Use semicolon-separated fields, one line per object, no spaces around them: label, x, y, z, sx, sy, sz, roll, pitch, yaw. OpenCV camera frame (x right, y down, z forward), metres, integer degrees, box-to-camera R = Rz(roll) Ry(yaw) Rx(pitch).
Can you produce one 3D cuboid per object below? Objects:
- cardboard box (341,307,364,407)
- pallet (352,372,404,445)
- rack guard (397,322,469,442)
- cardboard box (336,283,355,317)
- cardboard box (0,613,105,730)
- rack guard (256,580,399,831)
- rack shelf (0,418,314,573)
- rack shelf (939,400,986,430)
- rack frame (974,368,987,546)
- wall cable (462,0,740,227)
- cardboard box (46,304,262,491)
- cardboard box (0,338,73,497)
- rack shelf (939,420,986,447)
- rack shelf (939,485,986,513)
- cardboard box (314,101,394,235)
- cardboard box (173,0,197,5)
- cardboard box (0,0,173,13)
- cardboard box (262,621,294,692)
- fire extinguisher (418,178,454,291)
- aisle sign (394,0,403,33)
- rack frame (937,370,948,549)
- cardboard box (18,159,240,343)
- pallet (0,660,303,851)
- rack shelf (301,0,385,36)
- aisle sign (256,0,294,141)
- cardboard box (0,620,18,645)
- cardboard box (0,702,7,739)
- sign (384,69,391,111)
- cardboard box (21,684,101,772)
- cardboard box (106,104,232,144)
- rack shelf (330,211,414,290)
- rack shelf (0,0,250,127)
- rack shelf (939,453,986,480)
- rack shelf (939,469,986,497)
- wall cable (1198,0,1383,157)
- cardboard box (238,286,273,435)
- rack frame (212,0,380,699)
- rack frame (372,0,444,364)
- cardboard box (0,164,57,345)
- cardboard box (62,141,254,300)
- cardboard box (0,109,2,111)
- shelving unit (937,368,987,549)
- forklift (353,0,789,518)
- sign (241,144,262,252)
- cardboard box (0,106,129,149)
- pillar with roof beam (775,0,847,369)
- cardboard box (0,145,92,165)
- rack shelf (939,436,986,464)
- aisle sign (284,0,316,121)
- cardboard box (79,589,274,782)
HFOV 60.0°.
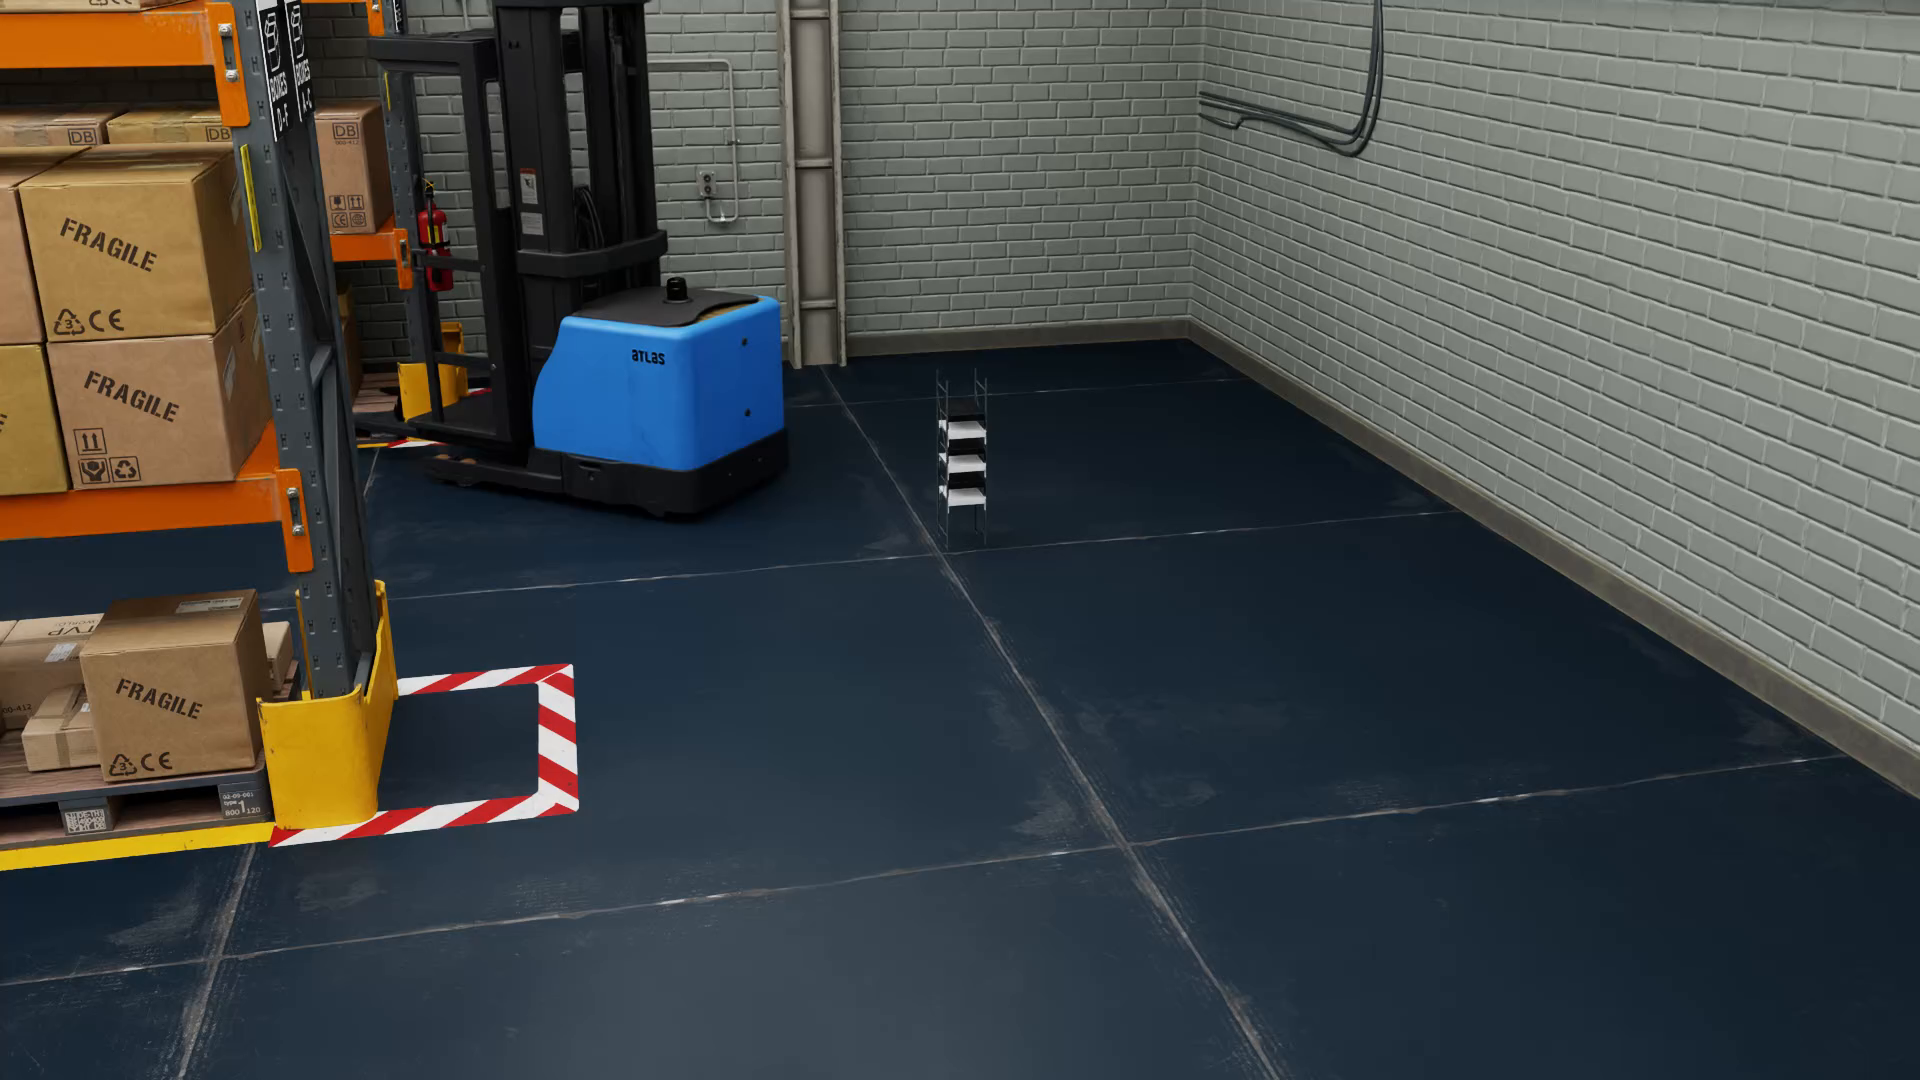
cardboard box;-4.151;-1.168;10.666;0.500;0.500;0.700;-5;21;-12
pallet;-4.253;-0.834;10.786;1.213;0.211;1.003;-5;21;-12
rack guard;-3.469;-1.062;10.986;0.348;0.500;1.175;-5;21;-12
cardboard box;-4.075;-1.549;10.764;0.250;0.149;0.380;-5;21;-12
cardboard box;-3.430;0.497;6.456;0.500;0.250;0.500;-5;21;-12
rack guard;-2.423;0.604;6.438;0.348;0.500;1.175;-5;21;-12
rack shelf;-4.295;-0.079;5.716;4.000;0.370;1.077;-5;21;-12
rack shelf;0.008;-0.645;8.580;0.200;0.077;0.258;-5;21;-12
rack frame;0.107;-0.431;8.684;0.006;0.900;0.240;-5;21;-12
wall cable;-2.464;-3.128;11.517;1.851;1.984;0.084;-5;21;-12
cardboard box;-2.722;-0.496;5.662;0.500;0.500;0.500;-4;20;-11
cardboard box;-3.226;-0.454;5.547;0.500;0.500;0.500;-4;21;-12
rack shelf;0.008;-0.561;8.611;0.200;0.077;0.258;-5;21;-12
rack shelf;0.008;-0.223;8.735;0.200;0.077;0.258;-5;21;-12
cardboard box;-3.987;-2.330;10.380;0.700;0.700;0.980;-4;20;-10
cardboard box;-2.907;-1.958;5.656;0.500;0.250;0.500;-5;21;-12
cardboard box;-2.788;-1.785;5.183;0.500;0.250;0.500;-5;21;-12
cardboard box;-2.836;0.475;6.663;0.250;0.149;0.380;-5;21;-12
fire extinguisher;-3.240;-1.879;10.239;0.183;0.674;0.296;-5;21;-12
aisle sign;-3.354;-3.359;9.845;0.004;0.787;0.394;-5;21;-12
rack frame;-0.091;-0.415;8.640;0.006;0.900;0.240;-5;21;-12
cardboard box;-2.719;-0.965;5.488;0.500;0.500;0.500;-5;21;-13
pallet;-3.199;0.803;6.315;1.213;0.211;1.003;-5;21;-12
rack shelf;-5.439;-3.146;9.726;4.000;0.370;1.077;-5;21;-12
aisle sign;-2.212;-1.699;5.312;0.004;0.787;0.394;-5;21;-12
cardboard box;-3.917;0.536;6.348;0.500;0.250;0.500;-5;21;-12
cardboard box;-3.753;0.700;5.902;0.500;0.250;0.500;-5;21;-12
sign;-3.381;-2.706;9.812;0.005;0.325;0.100;-5;21;-12
cardboard box;-3.236;0.676;6.088;0.250;0.166;0.380;-5;21;-12
cardboard box;-4.692;-2.269;10.212;0.700;0.700;0.980;-5;21;-13
rack shelf;-5.439;-1.737;10.242;4.000;0.370;1.077;-5;21;-12
rack shelf;-4.295;-1.488;5.200;4.000;0.370;1.077;-5;21;-12
rack shelf;0.008;-0.392;8.673;0.200;0.077;0.258;-5;21;-12
rack shelf;0.008;-0.307;8.704;0.200;0.077;0.258;-5;21;-12
wall cable;2.094;-3.920;10.948;0.112;2.526;3.097;-5;21;-12
cardboard box;-2.842;-0.676;6.153;0.500;0.500;0.500;-4;21;-11
rack frame;-2.349;-0.575;6.025;0.127;3.000;1.000;-5;21;-12
rack frame;-3.493;-2.233;10.550;0.127;3.000;1.000;-5;21;-12
cardboard box;-3.210;-0.924;5.378;0.500;0.500;0.500;-4;21;-11
cardboard box;-2.842;-1.145;5.981;0.500;0.500;0.500;-4;20;-11
cardboard box;-6.142;-2.151;9.890;0.700;0.700;0.980;-5;21;-14
shelving unit;0.008;-0.423;8.662;0.210;0.900;0.258;-5;21;-12
forklift;-2.561;-1.832;9.556;3.031;2.935;1.130;10;22;25
sign;-2.241;-1.080;5.260;0.005;0.325;0.100;-5;21;-12
cardboard box;-5.436;-2.212;10.056;0.700;0.700;0.980;-6;21;-15
pillar with roof beam;-0.073;-4.113;6.959;0.400;9.000;9.100;-5;21;-12
cardboard box;-3.349;-1.101;5.861;0.500;0.500;0.500;-4;21;-12
rack shelf;0.008;-0.476;8.642;0.200;0.077;0.258;-5;21;-12
aisle sign;-2.350;-1.900;5.861;0.004;0.787;0.394;-5;21;-12
cardboard box;-2.822;0.517;6.036;0.500;0.500;0.500;-5;21;-12
